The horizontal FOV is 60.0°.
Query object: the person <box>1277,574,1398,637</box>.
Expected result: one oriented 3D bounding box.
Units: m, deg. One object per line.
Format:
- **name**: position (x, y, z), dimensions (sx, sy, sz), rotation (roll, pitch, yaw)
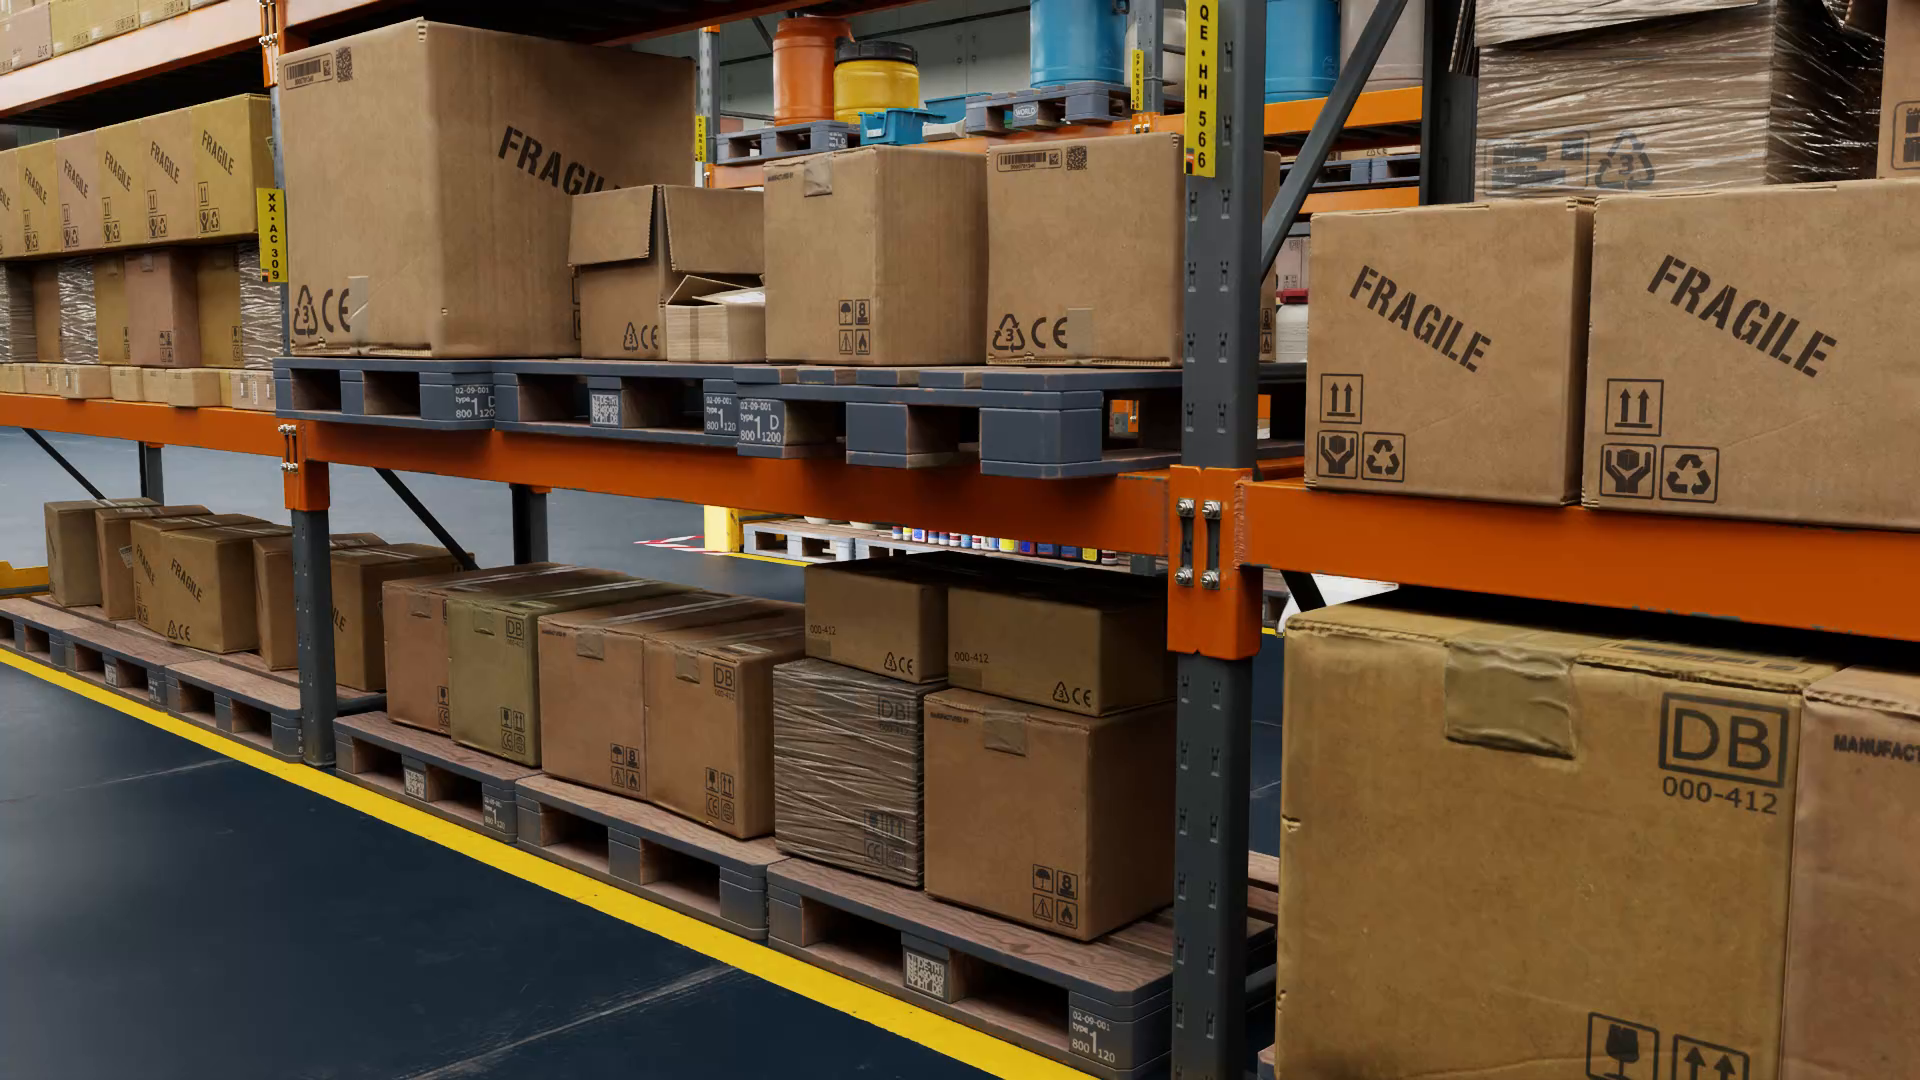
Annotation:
- **person**: position (1.626, 0.328, 6.712), dimensions (0.576, 0.886, 0.907), rotation (7, 10, 43)
